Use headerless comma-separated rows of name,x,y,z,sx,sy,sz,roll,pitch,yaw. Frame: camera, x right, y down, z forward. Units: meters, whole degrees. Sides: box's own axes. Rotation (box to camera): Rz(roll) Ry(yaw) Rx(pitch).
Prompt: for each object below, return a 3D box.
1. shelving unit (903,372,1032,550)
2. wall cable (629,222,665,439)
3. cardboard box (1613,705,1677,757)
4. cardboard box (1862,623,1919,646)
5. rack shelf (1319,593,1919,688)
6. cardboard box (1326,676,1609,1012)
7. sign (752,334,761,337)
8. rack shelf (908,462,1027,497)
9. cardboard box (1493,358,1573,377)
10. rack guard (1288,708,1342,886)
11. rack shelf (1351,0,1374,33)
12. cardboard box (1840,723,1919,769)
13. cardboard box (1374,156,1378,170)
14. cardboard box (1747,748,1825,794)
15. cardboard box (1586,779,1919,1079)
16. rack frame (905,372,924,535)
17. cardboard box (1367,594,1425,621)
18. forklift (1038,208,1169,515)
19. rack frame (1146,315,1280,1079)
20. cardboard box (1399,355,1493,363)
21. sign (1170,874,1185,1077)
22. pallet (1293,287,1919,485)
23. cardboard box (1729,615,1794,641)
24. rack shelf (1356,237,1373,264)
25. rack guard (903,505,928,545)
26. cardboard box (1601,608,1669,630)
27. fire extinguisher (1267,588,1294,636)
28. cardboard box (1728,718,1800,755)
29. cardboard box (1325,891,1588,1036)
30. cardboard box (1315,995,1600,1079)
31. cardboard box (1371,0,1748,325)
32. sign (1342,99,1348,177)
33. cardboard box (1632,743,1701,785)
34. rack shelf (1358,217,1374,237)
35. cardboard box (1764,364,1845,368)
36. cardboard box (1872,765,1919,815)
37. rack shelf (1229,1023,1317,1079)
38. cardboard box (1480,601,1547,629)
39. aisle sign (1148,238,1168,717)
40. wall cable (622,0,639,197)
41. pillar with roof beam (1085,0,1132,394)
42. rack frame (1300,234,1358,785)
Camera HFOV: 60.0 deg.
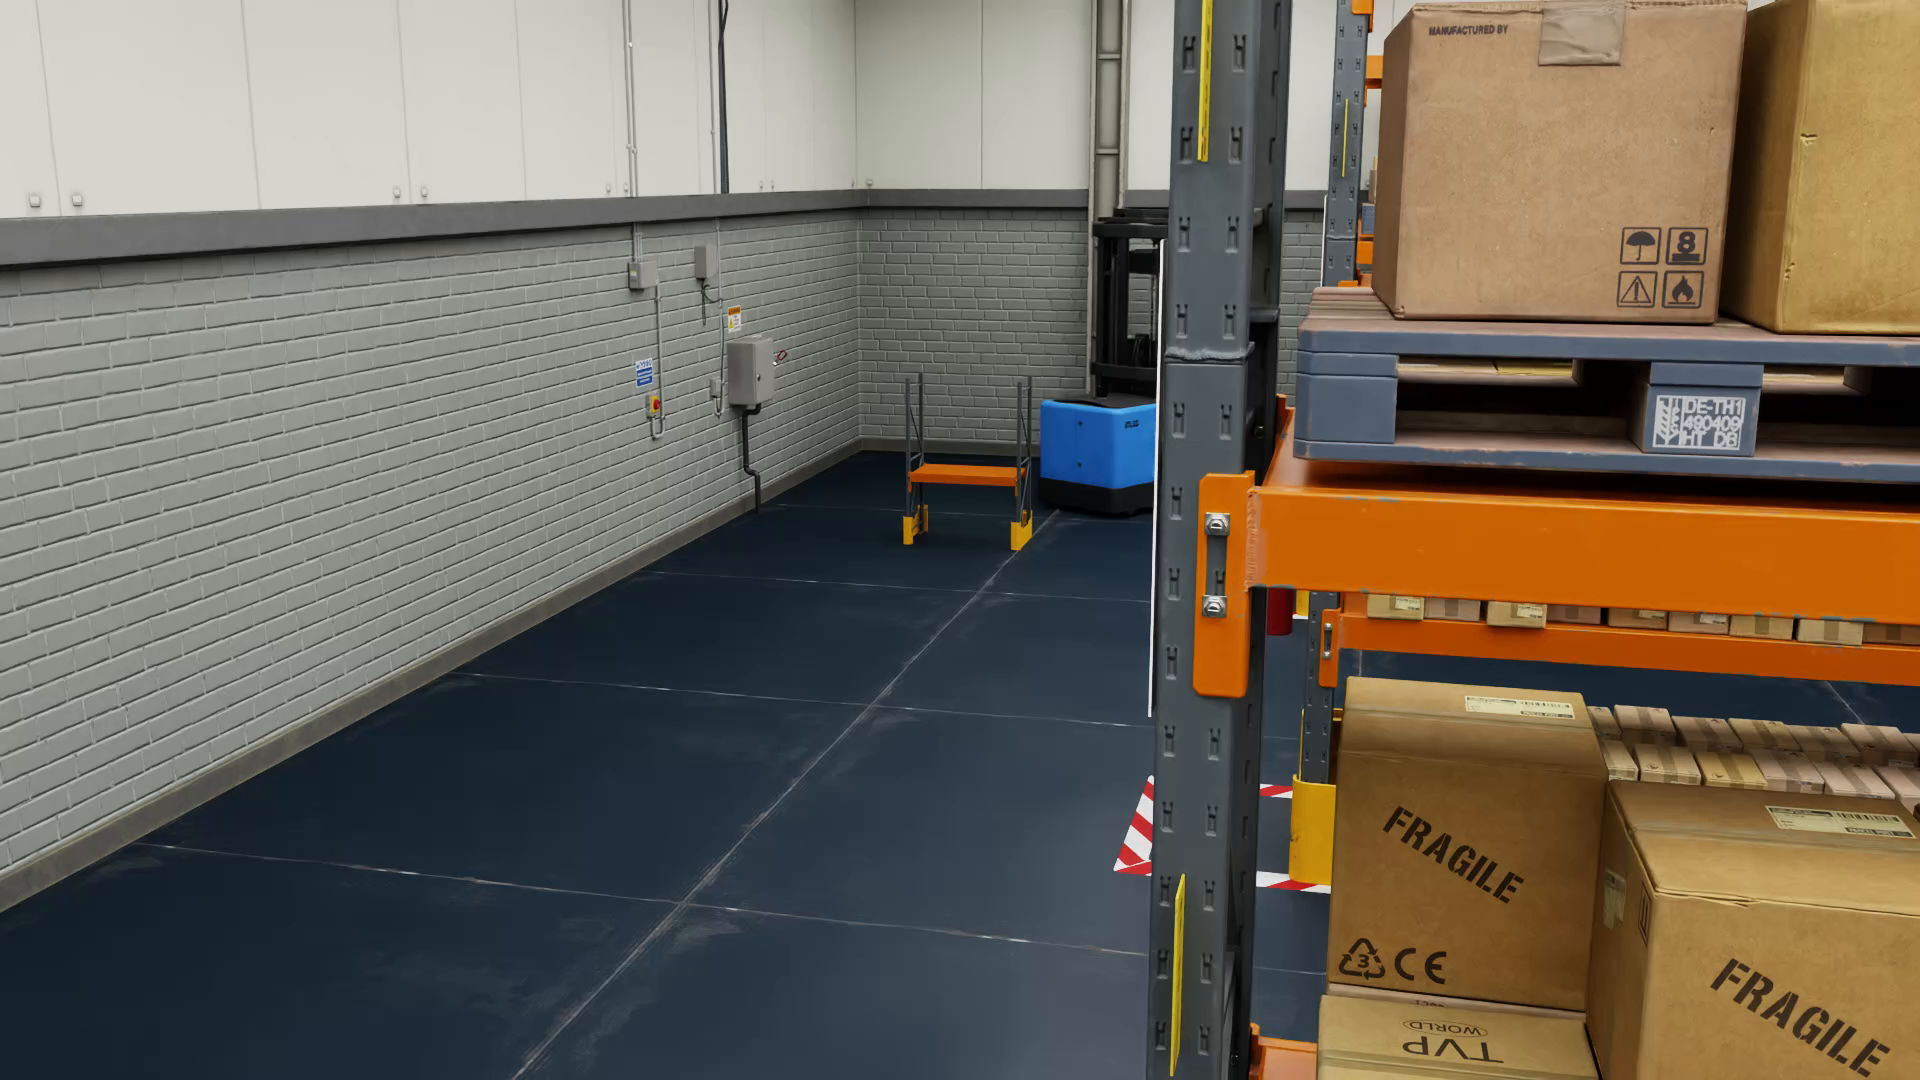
shelving unit,0.074,-0.728,15.053,1.083,1.500,0.587,3,13,14
wall cable,-2.599,-1.802,14.015,0.123,1.953,0.585,3,13,14
cardboard box,3.390,0.954,8.247,0.250,0.149,0.380,4,13,16
cardboard box,4.072,0.340,7.358,0.250,0.149,0.380,3,13,13
rack shelf,3.735,0.498,7.726,4.000,0.370,1.077,3,13,14
cardboard box,1.043,0.612,3.476,0.500,0.500,0.500,3,13,14
sign,-2.037,-1.794,16.612,0.001,0.494,0.329,3,13,14
rack shelf,0.083,-0.552,15.090,1.000,0.185,0.538,3,13,14
cardboard box,2.657,-0.535,7.496,0.500,0.500,0.500,3,13,15
rack guard,1.867,1.267,8.369,0.348,0.500,1.175,3,13,14
rack shelf,3.735,-2.429,7.077,4.000,0.370,1.077,3,13,14
cardboard box,4.395,1.017,7.966,0.250,0.149,0.380,3,13,15
cardboard box,4.438,-3.752,16.800,0.500,0.250,0.500,3,13,13
cardboard box,3.770,1.095,7.613,0.250,0.149,0.380,3,13,14
cardboard box,1.394,0.750,2.856,0.500,0.500,0.500,3,13,12
rack frame,-0.411,-0.754,15.170,0.032,1.500,0.500,3,13,14
cardboard box,2.029,0.251,7.757,0.250,0.149,0.380,3,13,13
forklift,2.164,-1.926,17.147,1.130,2.935,3.031,12,17,42
rack frame,0.507,1.080,3.438,0.127,3.000,1.000,3,13,14
cardboard box,2.297,-0.668,8.093,0.500,0.500,0.500,3,13,12
sign,0.368,0.736,2.811,0.005,0.325,0.100,3,13,14
pallet,1.230,-0.304,2.960,1.213,0.211,1.003,3,13,14
cardboard box,3.556,0.321,7.440,0.250,0.149,0.380,4,13,16
rack shelf,4.823,-2.013,12.117,4.000,0.370,1.077,3,13,14
rack guard,-0.409,-0.144,15.305,0.087,0.250,0.587,3,13,14
cardboard box,3.077,0.285,7.605,0.250,0.149,0.380,3,13,13
fire extinguisher,1.659,0.152,8.661,0.183,0.674,0.296,3,13,14
cardboard box,3.881,0.999,8.046,0.250,0.149,0.380,3,13,14
cardboard box,1.041,0.978,3.561,0.500,0.250,0.500,3,13,13
cardboard box,0.908,1.090,3.054,0.500,0.250,0.500,3,13,12
cardboard box,1.025,-0.671,2.976,0.500,0.500,0.700,2,13,10
sign,1.664,-1.734,7.182,0.005,0.325,0.100,3,13,14
cardboard box,3.259,1.079,7.686,0.250,0.149,0.380,4,13,16
rack shelf,6.009,-3.057,16.822,4.000,0.370,1.077,3,13,14
cardboard box,3.810,-0.590,7.741,0.500,0.500,0.500,3,13,12
cardboard box,4.250,1.142,7.400,0.250,0.149,0.380,2,13,11
rack shelf,2.449,1.535,3.049,4.000,0.370,1.077,3,13,14
cardboard box,2.535,0.281,7.623,0.250,0.149,0.380,3,13,12
aisle sign,0.365,-0.129,2.889,0.004,0.787,0.394,3,13,14
wall cable,-2.709,-4.168,13.245,0.029,3.000,0.463,3,13,14
pillar with roof beam,0.634,-4.400,14.292,0.400,9.000,9.100,3,13,14
rack frame,1.793,0.043,8.116,0.127,3.000,1.000,3,13,14
